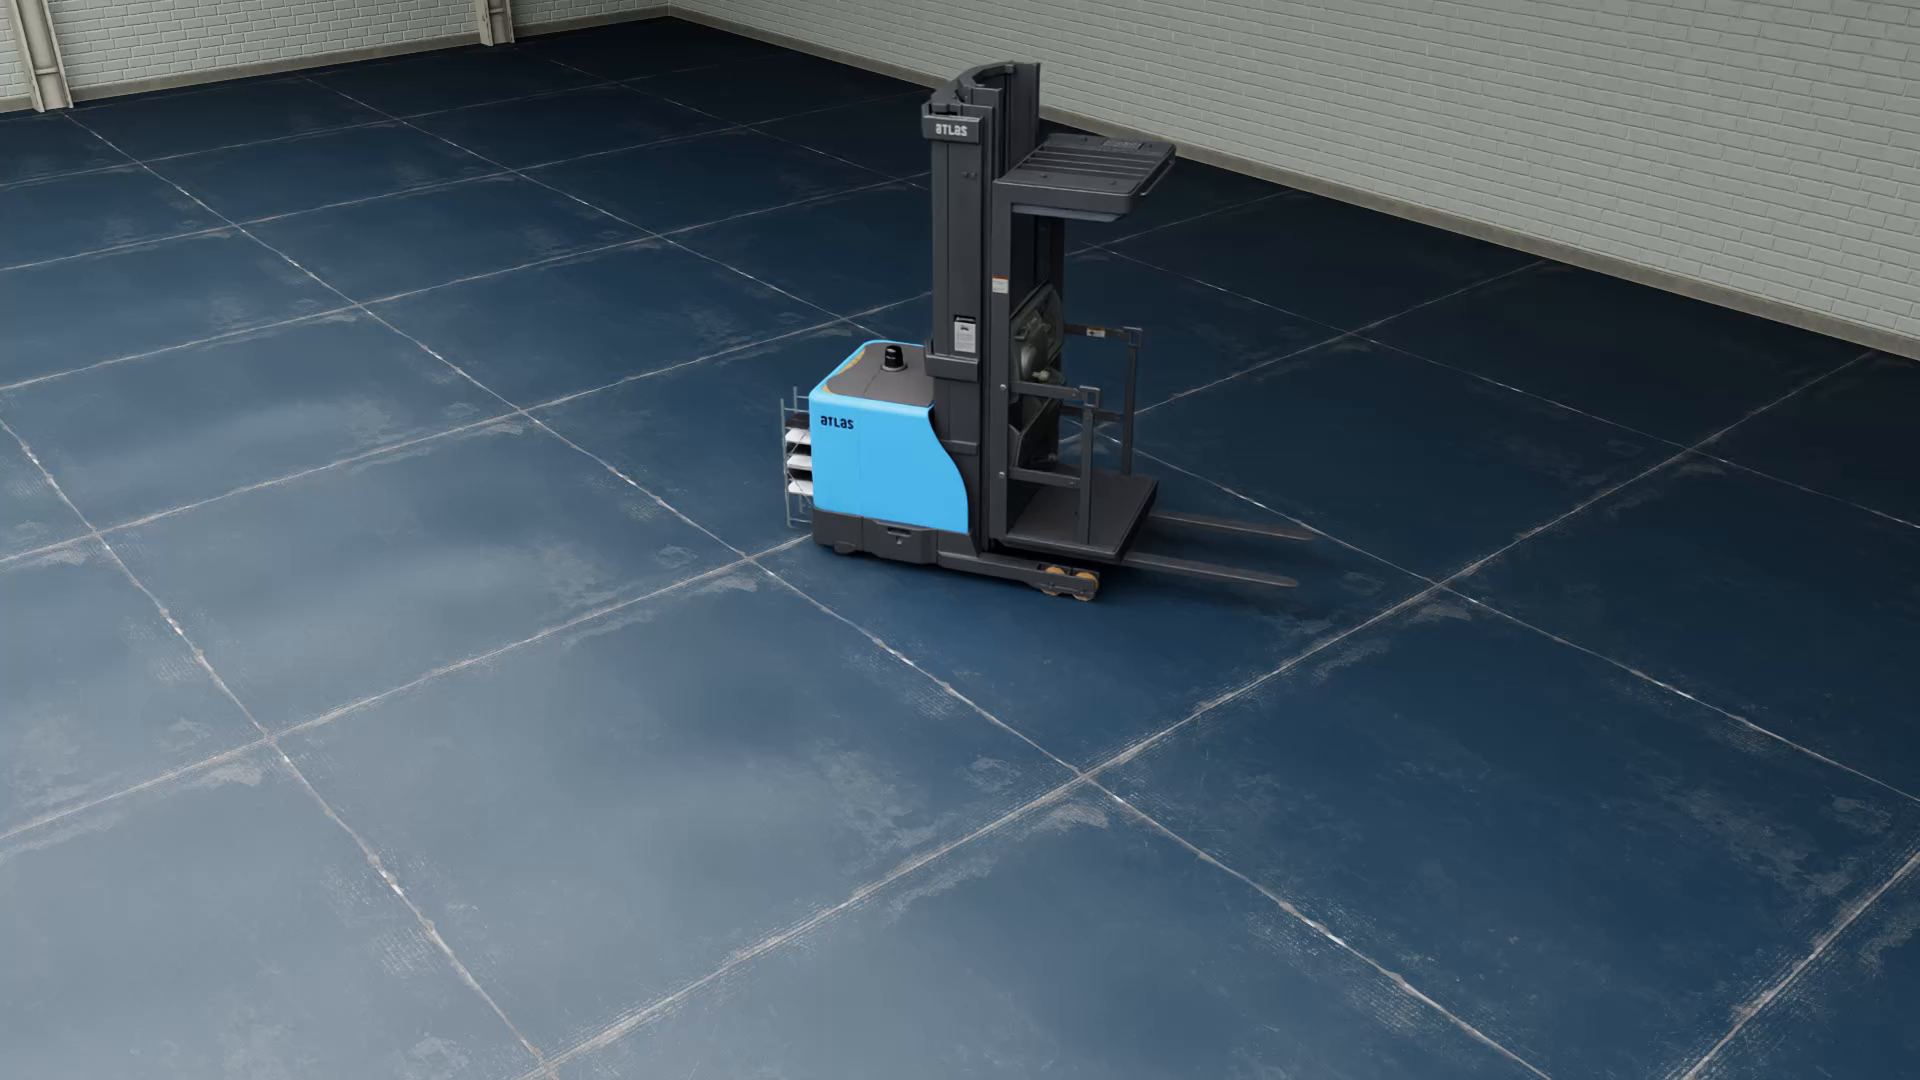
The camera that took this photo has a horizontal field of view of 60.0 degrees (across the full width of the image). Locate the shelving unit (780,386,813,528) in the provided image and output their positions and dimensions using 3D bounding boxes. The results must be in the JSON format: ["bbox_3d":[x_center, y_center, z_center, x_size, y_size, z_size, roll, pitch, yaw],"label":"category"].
[{"bbox_3d":[-0.971,-0.510,10.608,0.258,0.900,0.210,9,29,16],"label":"shelving unit"}]

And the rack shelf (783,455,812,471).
[{"bbox_3d":[-0.971,-0.481,10.624,0.258,0.077,0.200,9,29,16],"label":"rack shelf"}]

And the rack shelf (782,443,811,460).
[{"bbox_3d":[-0.971,-0.560,10.581,0.258,0.077,0.200,9,29,16],"label":"rack shelf"}]

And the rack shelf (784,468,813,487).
[{"bbox_3d":[-0.971,-0.401,10.666,0.258,0.077,0.200,9,29,16],"label":"rack shelf"}]

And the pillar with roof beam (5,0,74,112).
[{"bbox_3d":[-8.473,-7.803,15.661,0.400,9.000,9.100,-22,35,-35],"label":"pillar with roof beam"}]

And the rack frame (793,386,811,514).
[{"bbox_3d":[-0.939,-0.556,10.693,0.240,0.900,0.006,9,29,16],"label":"rack frame"}]

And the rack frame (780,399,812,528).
[{"bbox_3d":[-1.003,-0.465,10.523,0.240,0.900,0.006,9,29,16],"label":"rack frame"}]

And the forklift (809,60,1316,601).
[{"bbox_3d":[0.644,-1.213,9.769,3.031,2.935,1.130,9,30,17],"label":"forklift"}]

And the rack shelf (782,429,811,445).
[{"bbox_3d":[-0.971,-0.639,10.539,0.258,0.077,0.200,9,29,16],"label":"rack shelf"}]

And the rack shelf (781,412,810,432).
[{"bbox_3d":[-0.971,-0.719,10.497,0.258,0.077,0.200,9,29,16],"label":"rack shelf"}]

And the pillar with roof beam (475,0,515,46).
[{"bbox_3d":[-3.909,-9.638,19.096,0.400,9.000,9.100,-22,35,-35],"label":"pillar with roof beam"}]

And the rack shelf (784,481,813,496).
[{"bbox_3d":[-0.971,-0.322,10.709,0.258,0.077,0.200,9,29,16],"label":"rack shelf"}]
